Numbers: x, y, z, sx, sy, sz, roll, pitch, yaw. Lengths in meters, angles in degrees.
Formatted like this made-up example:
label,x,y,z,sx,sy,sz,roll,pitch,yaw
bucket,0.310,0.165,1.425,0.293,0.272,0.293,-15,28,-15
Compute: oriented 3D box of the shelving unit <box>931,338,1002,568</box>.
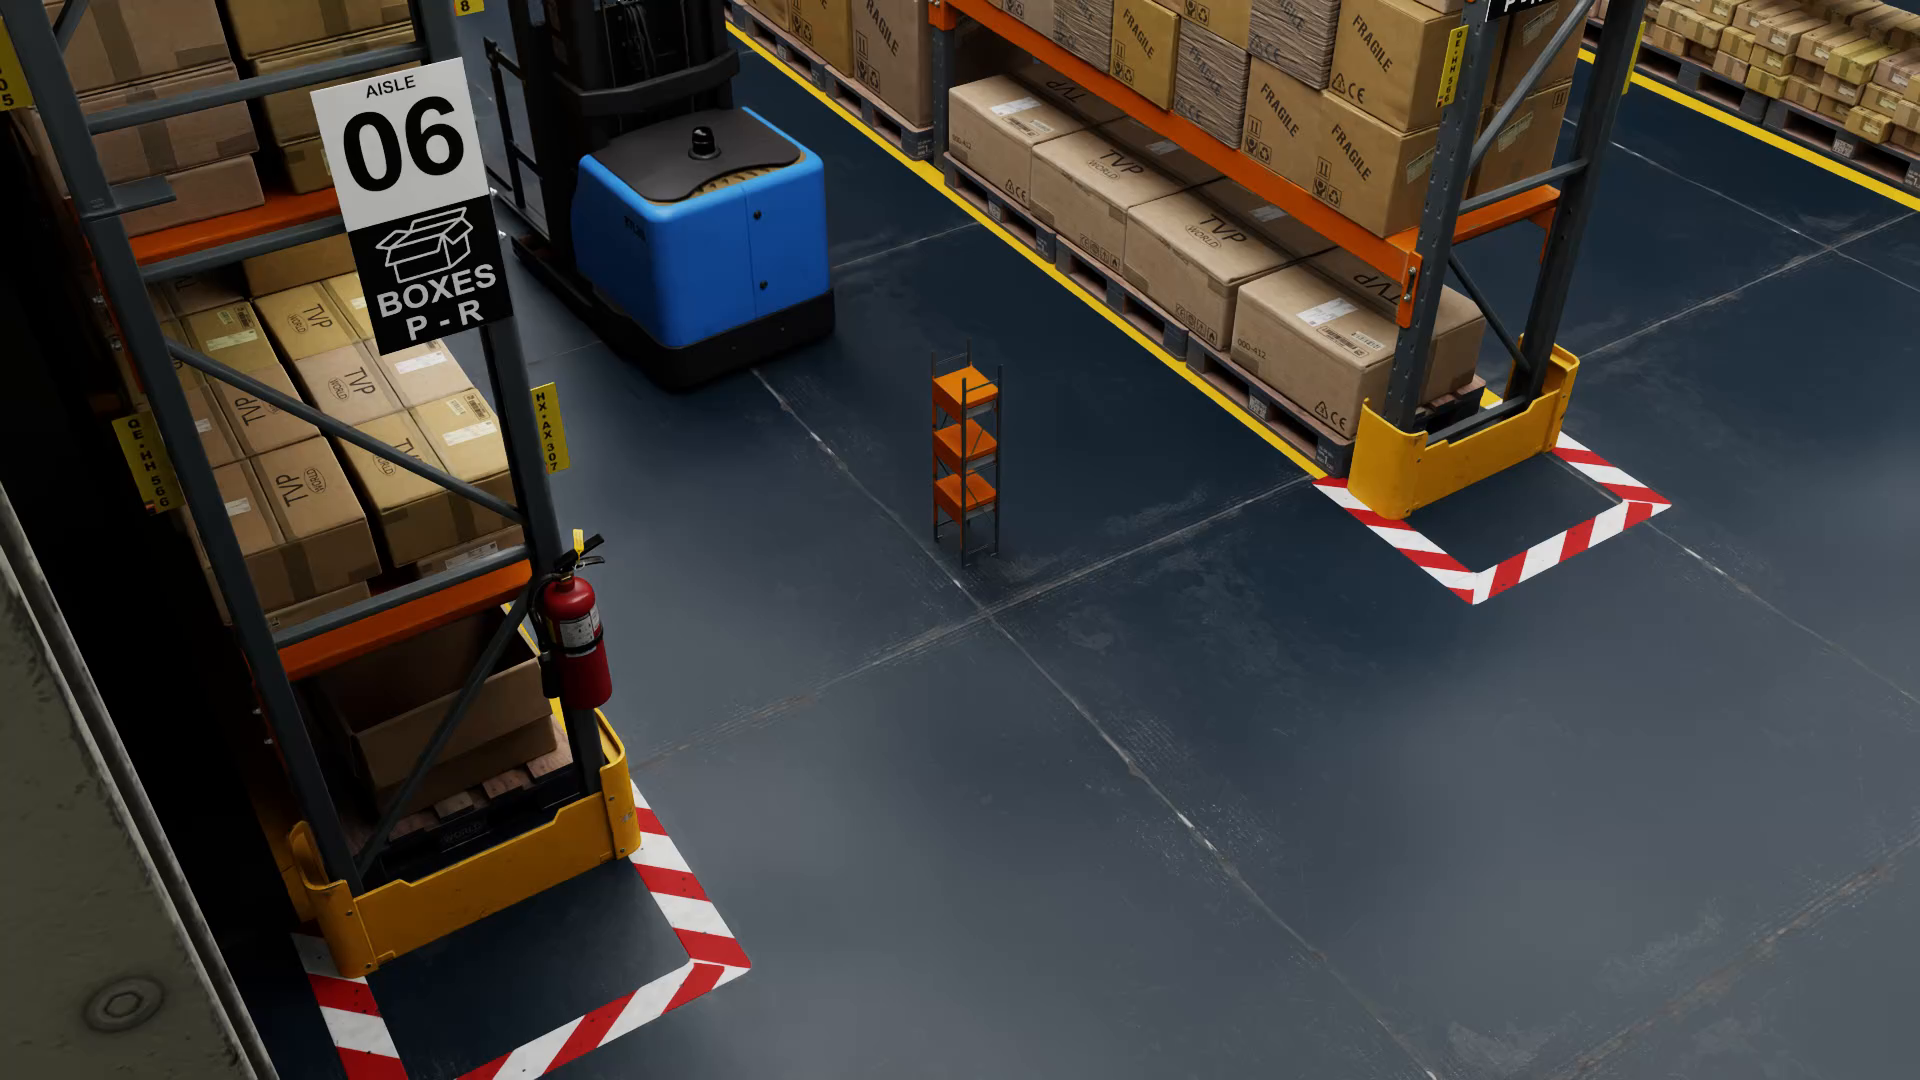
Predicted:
label,x,y,z,sx,sy,sz,roll,pitch,yaw
shelving unit,0.029,-0.374,7.440,0.215,1.050,0.252,-22,45,-24

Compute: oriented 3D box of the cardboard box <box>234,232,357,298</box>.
label,x,y,z,sx,sy,sz,roll,pitch,yaw
cardboard box,-2.572,-1.316,6.346,0.500,0.500,0.500,-21,44,-23

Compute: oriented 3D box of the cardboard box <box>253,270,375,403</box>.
label,x,y,z,sx,sy,sz,roll,pitch,yaw
cardboard box,-2.311,-0.763,6.268,0.500,0.250,0.500,-23,45,-25

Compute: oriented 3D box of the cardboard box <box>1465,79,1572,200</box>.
label,x,y,z,sx,sy,sz,roll,pitch,yaw
cardboard box,2.419,-1.931,7.707,0.500,0.500,0.500,-23,45,-25

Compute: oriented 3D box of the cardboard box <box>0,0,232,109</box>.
label,x,y,z,sx,sy,sz,roll,pitch,yaw
cardboard box,-2.222,-1.369,4.261,0.500,0.250,0.500,-23,45,-26

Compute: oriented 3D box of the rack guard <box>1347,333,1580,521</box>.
label,x,y,z,sx,sy,sz,roll,pitch,yaw
rack guard,2.448,-0.561,8.094,1.175,0.500,0.348,-22,45,-24

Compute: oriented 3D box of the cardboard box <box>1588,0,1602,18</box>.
label,x,y,z,sx,sy,sz,roll,pitch,yaw
cardboard box,4.649,-3.951,12.108,0.380,0.149,0.250,-22,45,-25

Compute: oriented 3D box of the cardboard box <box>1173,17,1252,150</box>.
label,x,y,z,sx,sy,sz,roll,pitch,yaw
cardboard box,1.411,-2.293,8.141,0.500,0.500,0.500,-21,44,-23

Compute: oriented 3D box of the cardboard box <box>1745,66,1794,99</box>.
label,x,y,z,sx,sy,sz,roll,pitch,yaw
cardboard box,5.469,-3.093,11.078,0.380,0.149,0.250,-24,46,-26

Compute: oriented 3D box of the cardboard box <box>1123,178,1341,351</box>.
label,x,y,z,sx,sy,sz,roll,pitch,yaw
cardboard box,1.497,-1.525,8.970,0.875,0.438,0.875,-21,44,-23

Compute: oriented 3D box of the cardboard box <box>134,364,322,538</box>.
label,x,y,z,sx,sy,sz,roll,pitch,yaw
cardboard box,-2.495,-0.316,5.732,0.500,0.250,0.500,-22,45,-24

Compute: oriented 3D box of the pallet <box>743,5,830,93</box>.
label,x,y,z,sx,sy,sz,roll,pitch,yaw
pallet,-0.854,-3.672,12.052,1.003,0.211,1.213,-22,45,-24

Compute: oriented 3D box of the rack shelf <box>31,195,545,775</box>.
label,x,y,z,sx,sy,sz,roll,pitch,yaw
rack shelf,-2.823,-0.627,6.782,1.077,0.370,4.000,-22,45,-24

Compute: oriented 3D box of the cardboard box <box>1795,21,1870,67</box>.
label,x,y,z,sx,sy,sz,roll,pitch,yaw
cardboard box,5.637,-3.199,10.741,0.380,0.149,0.250,-24,45,-26

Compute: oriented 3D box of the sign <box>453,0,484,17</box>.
label,x,y,z,sx,sy,sz,roll,pitch,yaw
sign,-1.291,-1.499,4.240,0.100,0.325,0.005,-22,45,-24

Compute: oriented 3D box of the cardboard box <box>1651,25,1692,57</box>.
label,x,y,z,sx,sy,sz,roll,pitch,yaw
cardboard box,5.060,-3.525,11.596,0.380,0.149,0.250,-23,45,-26

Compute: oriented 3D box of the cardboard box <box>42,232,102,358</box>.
label,x,y,z,sx,sy,sz,roll,pitch,yaw
cardboard box,-4.412,-1.347,8.709,0.500,0.500,0.500,-22,45,-25

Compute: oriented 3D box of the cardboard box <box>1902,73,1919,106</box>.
label,x,y,z,sx,sy,sz,roll,pitch,yaw
cardboard box,6.056,-2.786,10.245,0.380,0.149,0.250,-22,44,-24

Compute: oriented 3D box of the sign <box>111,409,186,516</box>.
label,x,y,z,sx,sy,sz,roll,pitch,yaw
sign,-2.227,-0.210,4.568,0.100,0.325,0.005,-22,45,-24

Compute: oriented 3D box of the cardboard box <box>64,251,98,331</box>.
label,x,y,z,sx,sy,sz,roll,pitch,yaw
cardboard box,-3.309,-1.132,6.711,0.500,0.250,0.500,-21,44,-23

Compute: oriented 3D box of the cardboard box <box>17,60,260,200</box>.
label,x,y,z,sx,sy,sz,roll,pitch,yaw
cardboard box,-2.217,-1.179,4.424,0.500,0.250,0.500,-23,45,-25

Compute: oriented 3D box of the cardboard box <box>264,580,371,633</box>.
label,x,y,z,sx,sy,sz,roll,pitch,yaw
cardboard box,-2.152,0.186,5.440,0.380,0.149,0.250,-23,45,-25

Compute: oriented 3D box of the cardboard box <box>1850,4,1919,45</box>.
label,x,y,z,sx,sy,sz,roll,pitch,yaw
cardboard box,6.079,-3.380,10.958,0.380,0.149,0.250,-24,46,-26

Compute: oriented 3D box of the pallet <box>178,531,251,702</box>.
label,x,y,z,sx,sy,sz,roll,pitch,yaw
pallet,-2.870,0.118,7.504,1.003,0.211,1.213,-22,45,-24

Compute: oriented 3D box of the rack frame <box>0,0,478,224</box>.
label,x,y,z,sx,sy,sz,roll,pitch,yaw
rack frame,-1.748,-2.129,3.336,1.000,3.000,0.127,-22,45,-24

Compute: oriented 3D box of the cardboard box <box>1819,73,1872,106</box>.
label,x,y,z,sx,sy,sz,roll,pitch,yaw
cardboard box,5.749,-2.940,10.662,0.380,0.149,0.250,-24,45,-26

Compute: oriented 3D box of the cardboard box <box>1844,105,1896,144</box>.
label,x,y,z,sx,sy,sz,roll,pitch,yaw
cardboard box,5.872,-2.675,10.577,0.380,0.149,0.250,-21,44,-23

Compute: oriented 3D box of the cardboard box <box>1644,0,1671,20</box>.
label,x,y,z,sx,sy,sz,roll,pitch,yaw
cardboard box,4.973,-3.799,11.693,0.380,0.149,0.250,-20,44,-22

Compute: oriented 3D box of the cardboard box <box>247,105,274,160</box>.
label,x,y,z,sx,sy,sz,roll,pitch,yaw
cardboard box,-1.886,-1.265,4.838,0.380,0.149,0.250,-21,44,-24

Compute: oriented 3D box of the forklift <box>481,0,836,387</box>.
label,x,y,z,sx,sy,sz,roll,pitch,yaw
forklift,-1.964,-2.817,8.901,1.130,2.935,3.031,-25,46,-27

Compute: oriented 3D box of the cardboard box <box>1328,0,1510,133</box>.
label,x,y,z,sx,sy,sz,roll,pitch,yaw
cardboard box,1.975,-2.135,7.171,0.500,0.500,0.500,-21,44,-23

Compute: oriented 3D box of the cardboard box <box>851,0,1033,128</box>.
label,x,y,z,sx,sy,sz,roll,pitch,yaw
cardboard box,-0.117,-3.346,10.814,0.875,0.875,0.875,-21,44,-23

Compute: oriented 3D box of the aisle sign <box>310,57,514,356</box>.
label,x,y,z,sx,sy,sz,roll,pitch,yaw
aisle sign,-1.464,-0.887,4.501,0.394,0.787,0.004,-22,45,-24

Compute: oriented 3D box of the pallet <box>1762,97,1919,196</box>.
label,x,y,z,sx,sy,sz,roll,pitch,yaw
pallet,6.106,-2.713,10.902,1.003,0.211,1.213,-22,45,-24

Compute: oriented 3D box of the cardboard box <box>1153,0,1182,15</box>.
label,x,y,z,sx,sy,sz,roll,pitch,yaw
cardboard box,1.137,-2.948,8.146,0.500,0.500,0.500,-23,45,-25

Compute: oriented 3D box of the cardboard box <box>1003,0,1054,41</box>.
label,x,y,z,sx,sy,sz,roll,pitch,yaw
cardboard box,0.583,-3.116,9.128,0.500,0.500,0.500,-22,45,-24

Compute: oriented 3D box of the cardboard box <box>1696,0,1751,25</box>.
label,x,y,z,sx,sy,sz,roll,pitch,yaw
cardboard box,5.233,-3.637,11.266,0.380,0.149,0.250,-22,45,-24

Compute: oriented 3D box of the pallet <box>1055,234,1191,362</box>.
label,x,y,z,sx,sy,sz,roll,pitch,yaw
pallet,1.287,-1.526,9.477,1.003,0.211,1.213,-22,45,-24

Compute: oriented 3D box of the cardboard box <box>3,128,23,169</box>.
label,x,y,z,sx,sy,sz,roll,pitch,yaw
cardboard box,-5.072,-2.217,9.245,0.380,0.149,0.250,-22,44,-24

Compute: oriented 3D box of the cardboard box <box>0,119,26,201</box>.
label,x,y,z,sx,sy,sz,roll,pitch,yaw
cardboard box,-5.240,-2.188,9.718,0.500,0.500,0.500,-24,45,-26

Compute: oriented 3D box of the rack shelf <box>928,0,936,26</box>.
label,x,y,z,sx,sy,sz,roll,pitch,yaw
rack shelf,-0.791,-4.497,11.426,1.077,0.370,4.000,-22,45,-24

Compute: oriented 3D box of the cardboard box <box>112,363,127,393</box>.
label,x,y,z,sx,sy,sz,roll,pitch,yaw
cardboard box,-3.024,-0.628,6.417,0.380,0.149,0.250,-22,45,-25

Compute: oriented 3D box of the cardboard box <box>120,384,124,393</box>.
label,x,y,z,sx,sy,sz,roll,pitch,yaw
cardboard box,-3.743,-0.673,8.048,0.500,0.311,0.500,-21,44,-23

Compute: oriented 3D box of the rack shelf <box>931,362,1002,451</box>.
label,x,y,z,sx,sy,sz,roll,pitch,yaw
rack shelf,0.029,-0.584,7.265,0.215,0.259,0.240,-22,45,-24

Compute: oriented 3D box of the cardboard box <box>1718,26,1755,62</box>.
label,x,y,z,sx,sy,sz,roll,pitch,yaw
cardboard box,5.337,-3.360,11.166,0.380,0.149,0.250,-20,44,-22

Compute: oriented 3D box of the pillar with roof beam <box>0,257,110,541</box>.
label,x,y,z,sx,sy,sz,roll,pitch,yaw
pillar with roof beam,-0.655,-5.084,6.882,9.100,9.000,0.400,-22,45,-24
